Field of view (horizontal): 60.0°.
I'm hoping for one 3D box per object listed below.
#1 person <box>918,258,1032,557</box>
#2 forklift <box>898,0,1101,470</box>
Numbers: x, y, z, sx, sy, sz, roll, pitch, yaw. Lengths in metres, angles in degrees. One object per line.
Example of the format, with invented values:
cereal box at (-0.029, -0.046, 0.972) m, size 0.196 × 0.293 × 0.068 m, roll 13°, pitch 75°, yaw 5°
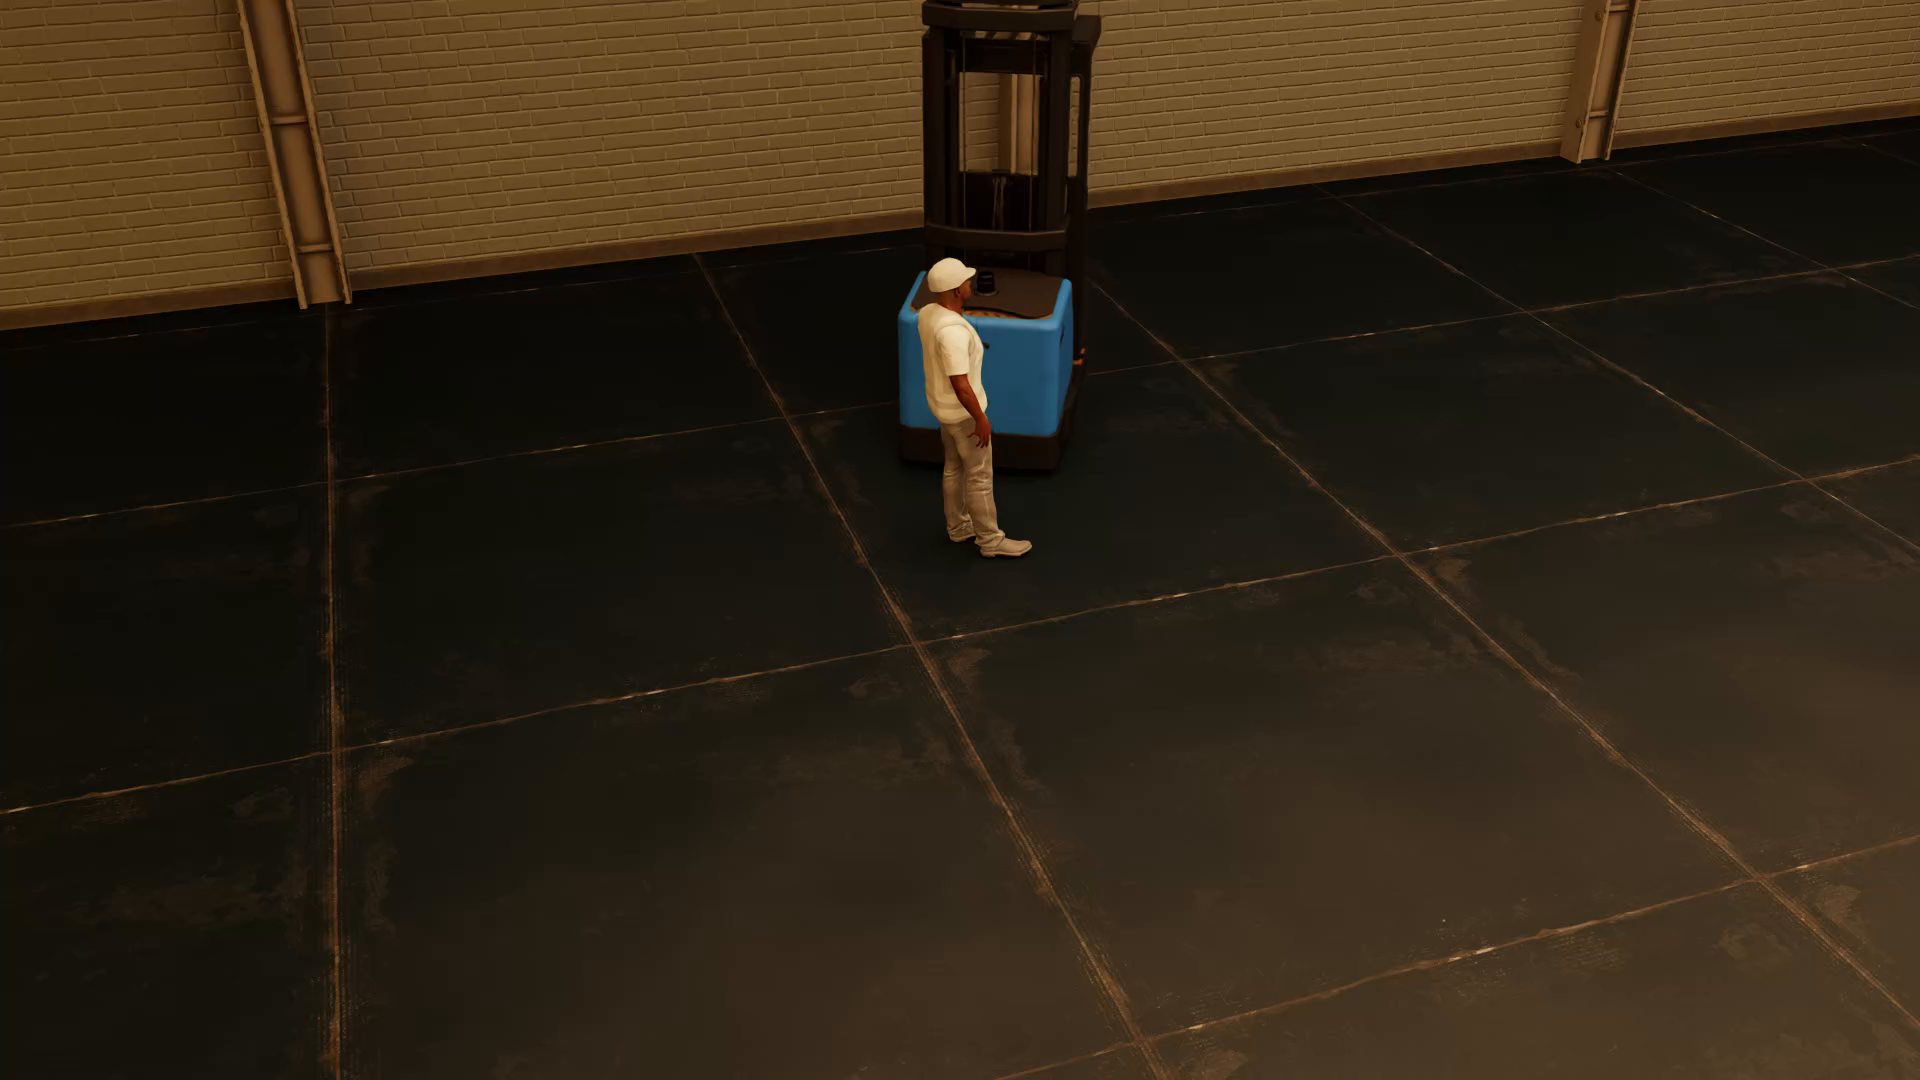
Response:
person at (0.069, -0.780, 9.598) m, size 0.574 × 1.769 × 0.665 m, roll -10°, pitch 31°, yaw -16°
forklift at (0.340, -2.433, 11.315) m, size 1.130 × 2.935 × 3.031 m, roll 5°, pitch 30°, yaw 8°
